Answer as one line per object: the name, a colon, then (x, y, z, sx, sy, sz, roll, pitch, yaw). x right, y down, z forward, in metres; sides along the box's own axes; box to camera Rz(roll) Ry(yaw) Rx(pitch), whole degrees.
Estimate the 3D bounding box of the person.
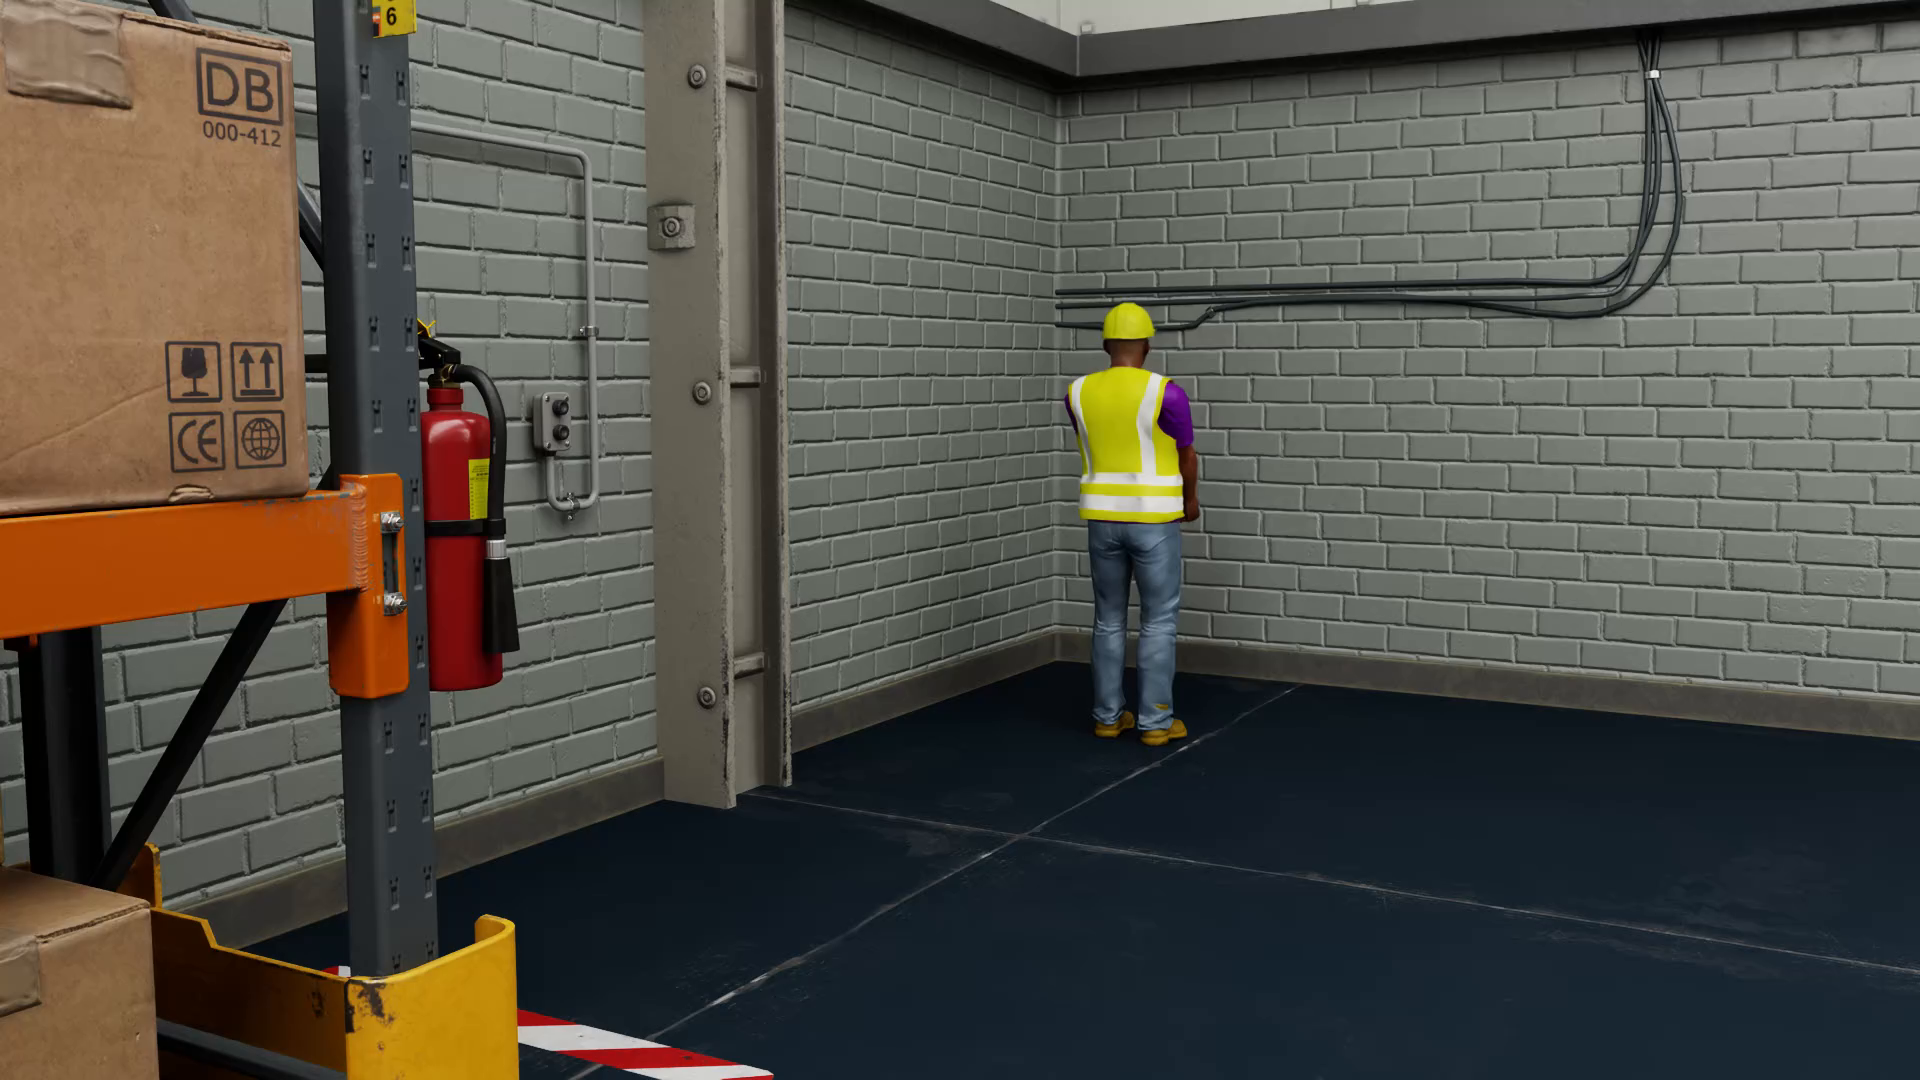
person: (0.733, -0.079, 6.796, 0.505, 1.763, 0.567, 3, 7, 29)
